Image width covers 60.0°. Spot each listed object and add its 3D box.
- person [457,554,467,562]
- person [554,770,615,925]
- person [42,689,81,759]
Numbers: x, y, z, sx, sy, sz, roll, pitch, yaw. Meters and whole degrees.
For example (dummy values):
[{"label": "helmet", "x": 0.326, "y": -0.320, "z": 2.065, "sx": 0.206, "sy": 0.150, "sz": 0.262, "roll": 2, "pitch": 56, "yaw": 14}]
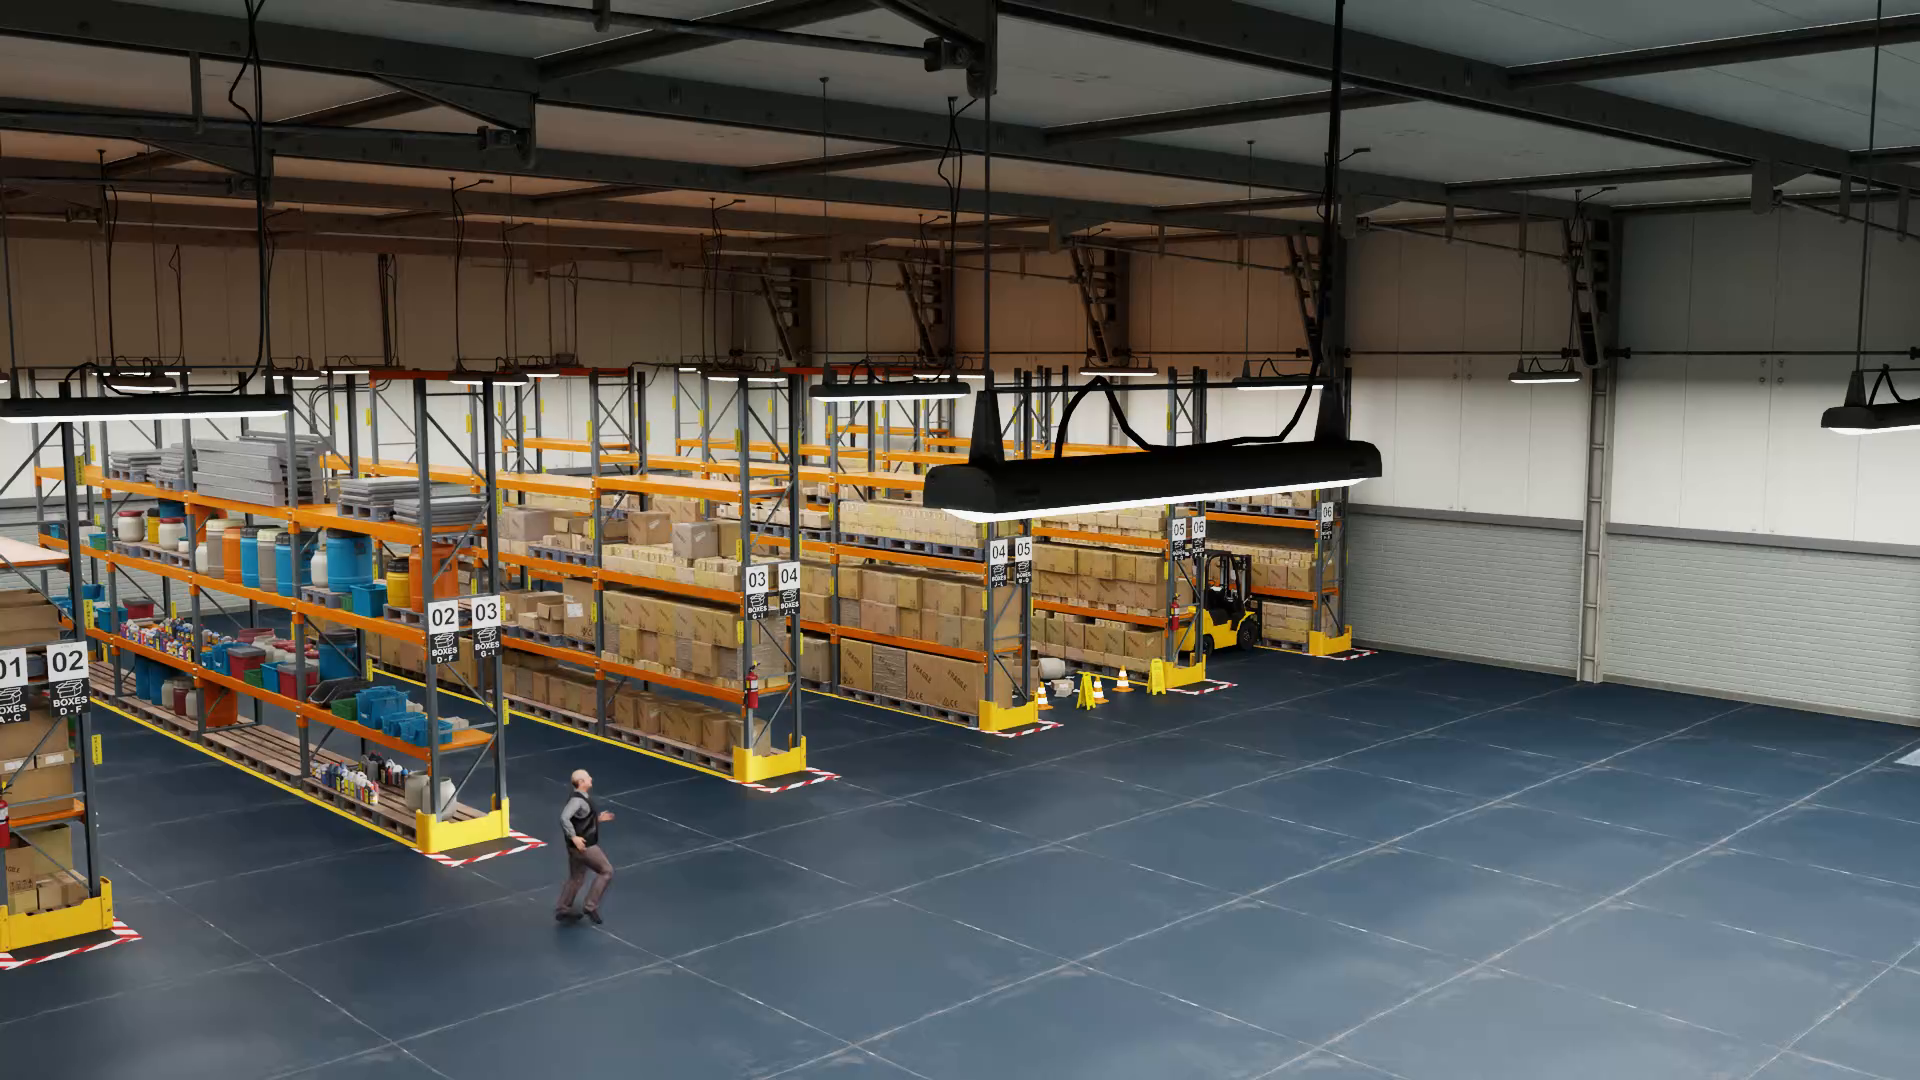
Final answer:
[{"label": "person", "x": -11.580, "y": 1.151, "z": 38.402, "sx": 0.693, "sy": 1.705, "sz": 0.545, "roll": -1, "pitch": 7, "yaw": -9}, {"label": "person", "x": -4.165, "y": 3.445, "z": 18.440, "sx": 0.696, "sy": 1.668, "sz": 0.640, "roll": -3, "pitch": 7, "yaw": -22}, {"label": "person", "x": -14.193, "y": 2.499, "z": 26.092, "sx": 0.894, "sy": 1.823, "sz": 0.613, "roll": 5, "pitch": 8, "yaw": 35}]
